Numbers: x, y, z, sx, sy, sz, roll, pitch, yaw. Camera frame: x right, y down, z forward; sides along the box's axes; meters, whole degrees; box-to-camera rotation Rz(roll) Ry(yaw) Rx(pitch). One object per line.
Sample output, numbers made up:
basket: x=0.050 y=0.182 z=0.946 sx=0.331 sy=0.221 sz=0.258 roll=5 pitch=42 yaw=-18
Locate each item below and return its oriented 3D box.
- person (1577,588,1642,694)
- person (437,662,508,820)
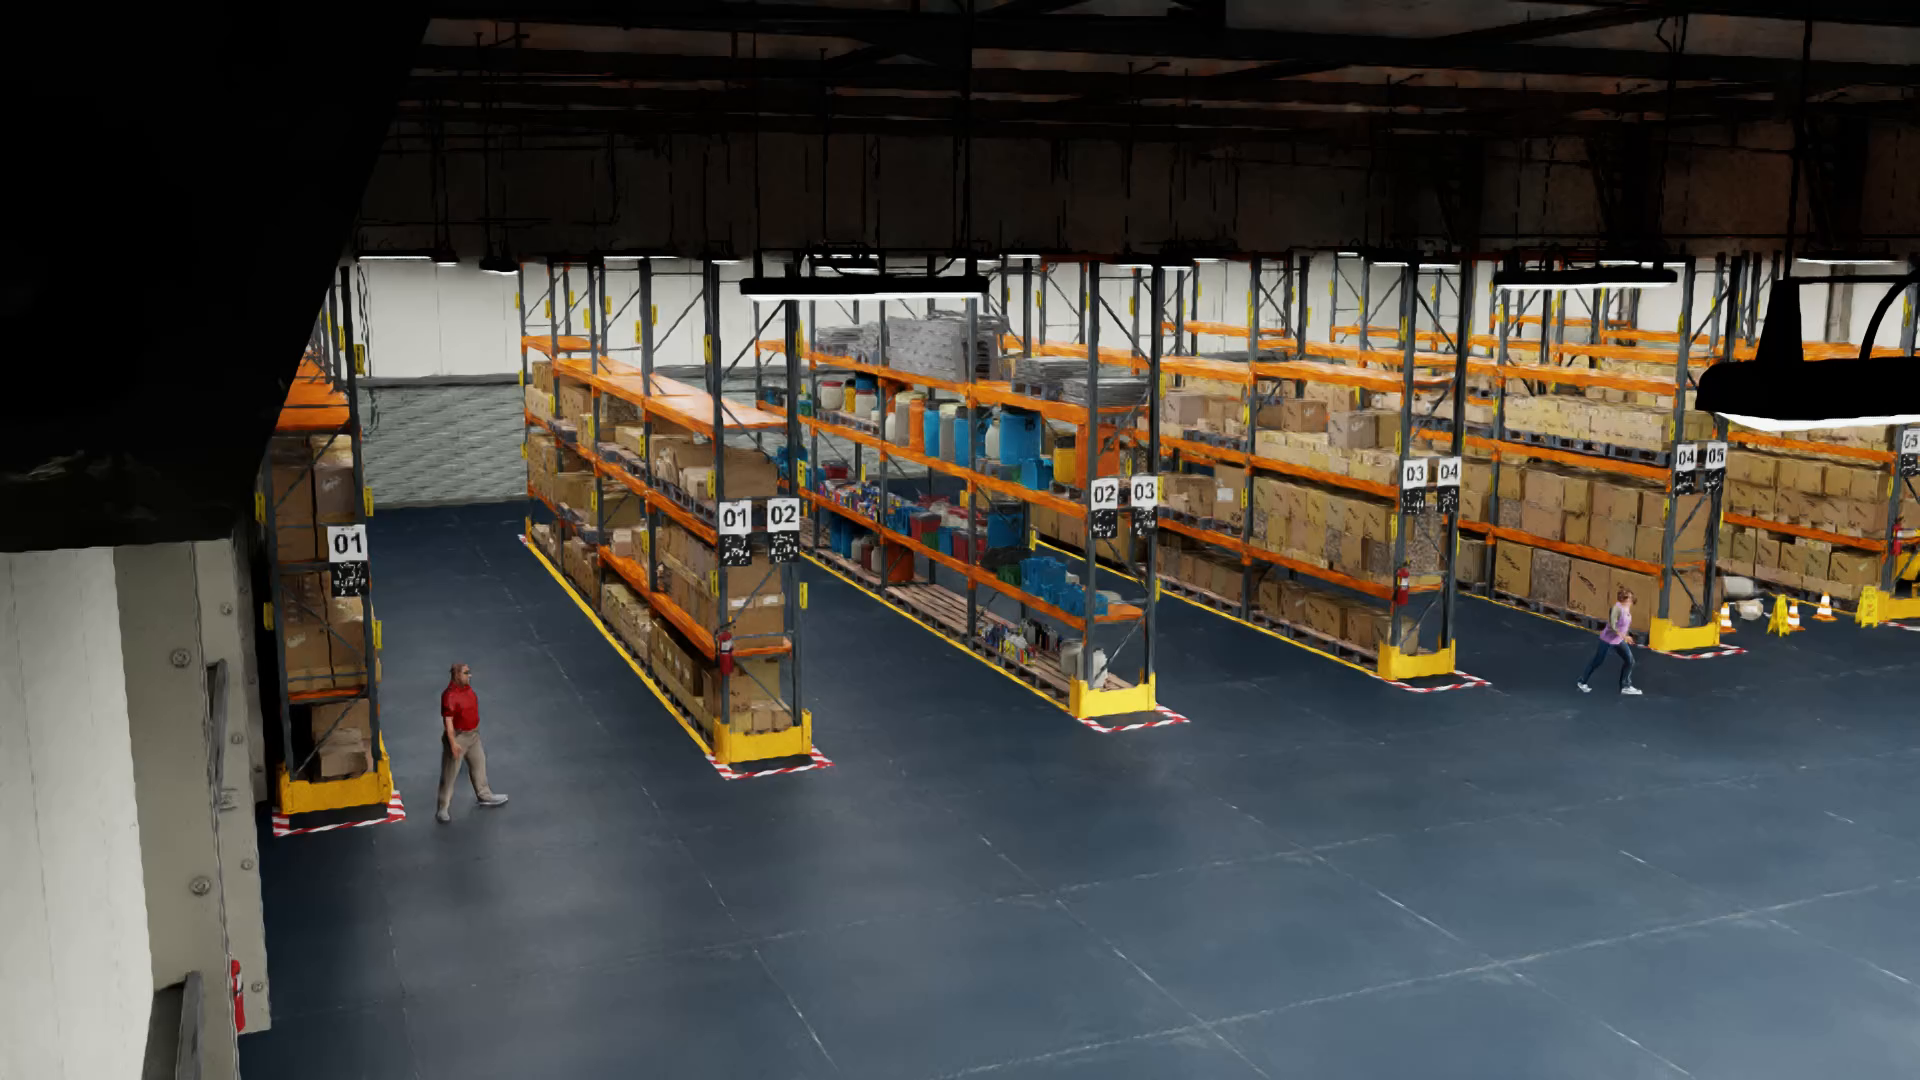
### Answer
person: x=9.075 y=1.393 z=23.149 sx=0.561 sy=1.512 sz=0.788 roll=-9 pitch=14 yaw=-40
person: x=-5.464 y=2.170 z=18.348 sx=0.584 sy=1.716 sz=0.769 roll=3 pitch=11 yaw=15
